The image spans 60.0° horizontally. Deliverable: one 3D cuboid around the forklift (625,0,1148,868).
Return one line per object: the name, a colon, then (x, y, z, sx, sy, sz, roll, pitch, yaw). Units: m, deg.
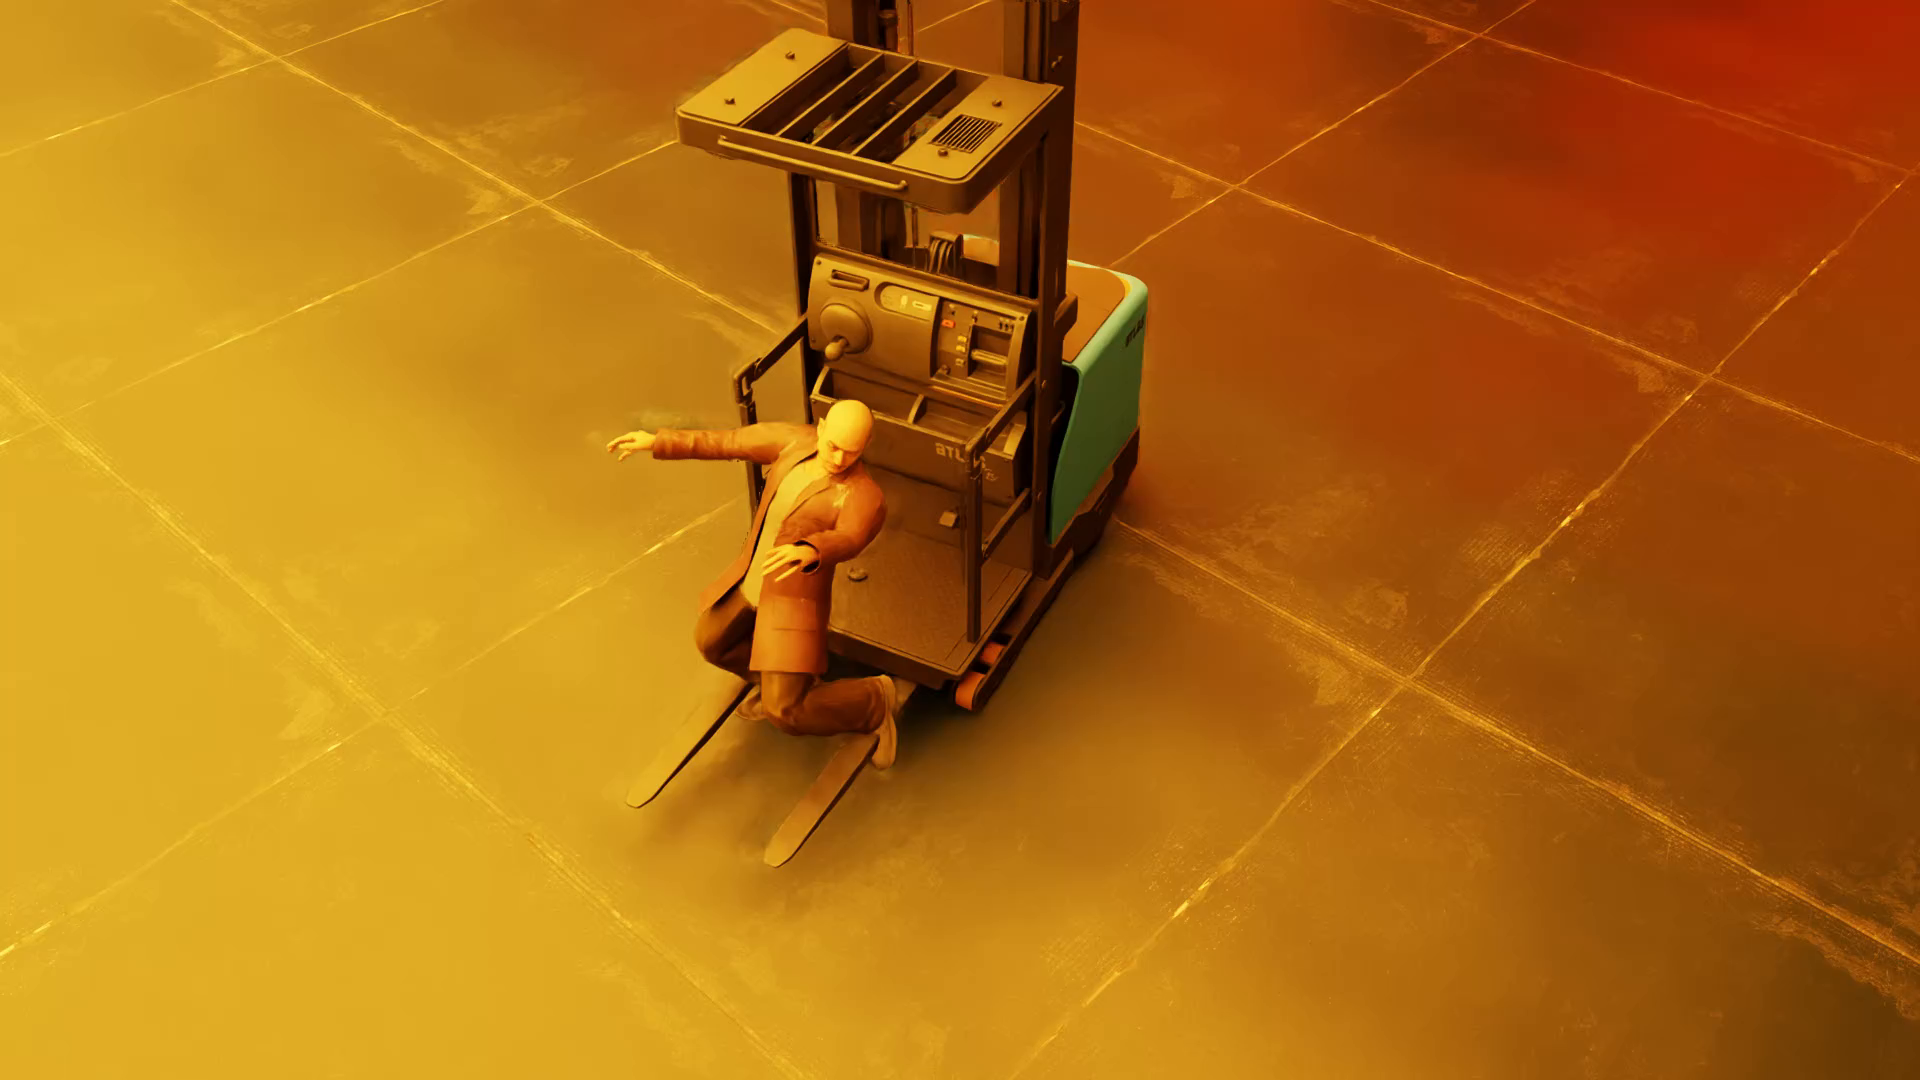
forklift: (-0.267, -0.743, 6.295, 1.130, 2.935, 3.031, 18, 44, 20)

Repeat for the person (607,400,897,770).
person: (-0.669, 0.182, 6.204, 0.751, 1.523, 1.147, -24, 46, -26)
